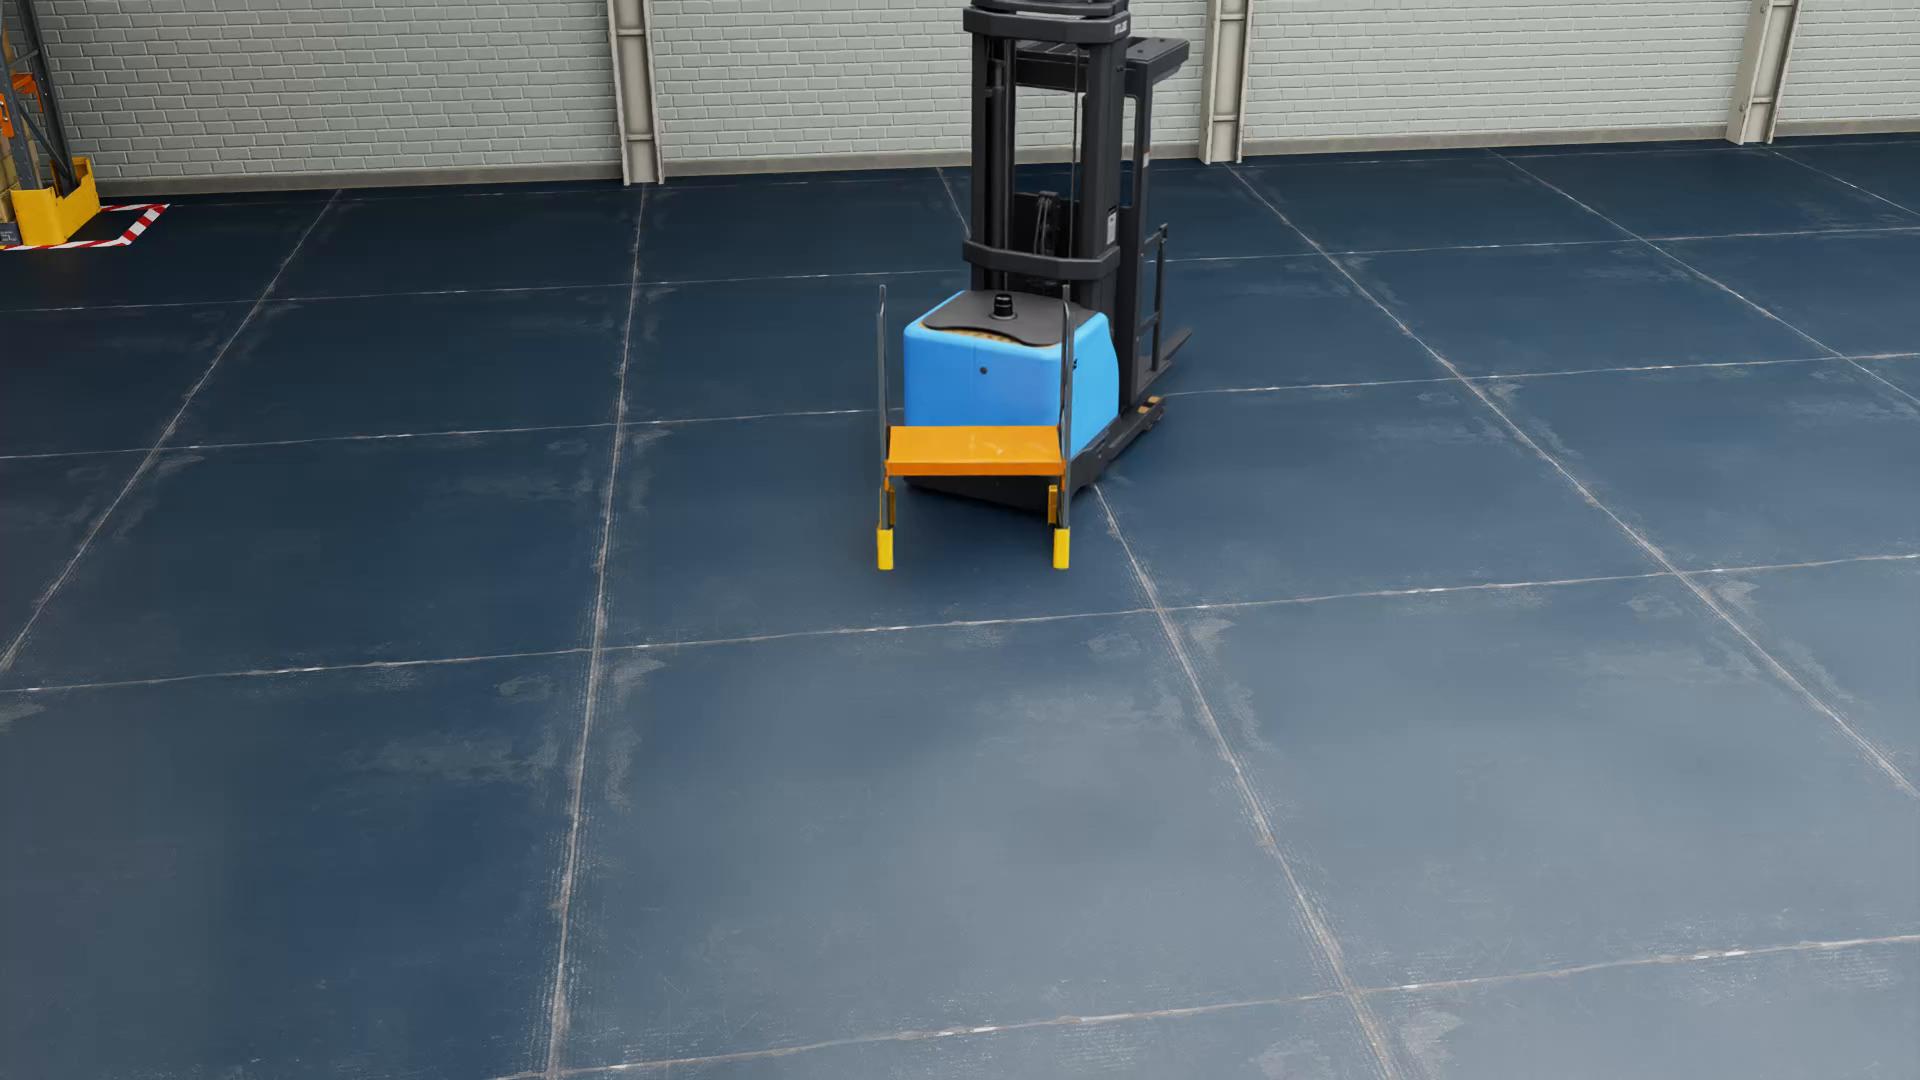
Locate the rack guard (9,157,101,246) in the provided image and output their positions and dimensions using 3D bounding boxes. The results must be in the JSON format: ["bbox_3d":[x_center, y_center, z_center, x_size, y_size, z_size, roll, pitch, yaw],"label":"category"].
[{"bbox_3d":[-8.301,-3.121,15.285,0.348,0.500,1.175,-4,27,-7],"label":"rack guard"}]

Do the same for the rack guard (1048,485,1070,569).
[{"bbox_3d":[0.571,-0.078,9.629,0.087,0.250,0.587,0,27,0],"label":"rack guard"}]

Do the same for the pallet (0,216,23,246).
[{"bbox_3d":[-9.076,-2.923,15.216,1.213,0.211,1.003,-4,27,-7],"label":"pallet"}]

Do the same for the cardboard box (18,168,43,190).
[{"bbox_3d":[-8.838,-3.252,15.354,0.500,0.250,0.500,-4,27,-7],"label":"cardboard box"}]

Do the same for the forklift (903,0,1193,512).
[{"bbox_3d":[0.752,-2.116,10.664,1.130,2.935,3.031,13,30,23],"label":"forklift"}]

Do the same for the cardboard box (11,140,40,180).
[{"bbox_3d":[-8.819,-3.481,15.254,0.500,0.250,0.500,-3,27,-6],"label":"cardboard box"}]

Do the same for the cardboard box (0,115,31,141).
[{"bbox_3d":[-8.827,-3.695,15.122,0.500,0.250,0.500,-4,27,-8],"label":"cardboard box"}]

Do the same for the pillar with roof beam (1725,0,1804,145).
[{"bbox_3d":[9.284,-6.463,12.488,0.400,9.000,9.100,-4,27,-7],"label":"pillar with roof beam"}]

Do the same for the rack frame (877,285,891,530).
[{"bbox_3d":[-0.427,-0.631,9.336,0.032,1.500,0.500,0,27,0],"label":"rack frame"}]

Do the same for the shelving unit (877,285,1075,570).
[{"bbox_3d":[0.073,-0.633,9.340,1.083,1.500,0.587,0,27,0],"label":"shelving unit"}]

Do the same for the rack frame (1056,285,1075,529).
[{"bbox_3d":[0.590,-0.634,9.343,0.032,1.500,0.500,0,27,0],"label":"rack frame"}]

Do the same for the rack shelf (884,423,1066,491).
[{"bbox_3d":[0.082,-0.473,9.422,1.000,0.185,0.538,0,27,0],"label":"rack shelf"}]

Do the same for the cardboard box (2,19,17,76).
[{"bbox_3d":[-8.854,-4.370,14.872,0.500,0.500,0.500,-3,27,-5],"label":"cardboard box"}]

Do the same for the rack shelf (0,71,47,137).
[{"bbox_3d":[-10.305,-3.784,14.628,4.000,0.370,1.077,-4,27,-7],"label":"rack shelf"}]

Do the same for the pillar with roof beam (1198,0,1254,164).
[{"bbox_3d":[3.343,-6.081,11.744,0.400,9.000,9.100,-4,27,-7],"label":"pillar with roof beam"}]

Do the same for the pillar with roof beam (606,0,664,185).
[{"bbox_3d":[-2.599,-5.699,11.000,0.400,9.000,9.100,-4,27,-7],"label":"pillar with roof beam"}]

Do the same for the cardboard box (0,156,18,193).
[{"bbox_3d":[-8.763,-3.245,14.793,0.500,0.250,0.500,-4,27,-8],"label":"cardboard box"}]

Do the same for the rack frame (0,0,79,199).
[{"bbox_3d":[-8.325,-4.232,14.711,0.127,3.000,1.000,-4,27,-7],"label":"rack frame"}]

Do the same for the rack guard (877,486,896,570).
[{"bbox_3d":[-0.425,-0.075,9.622,0.087,0.250,0.587,0,27,0],"label":"rack guard"}]

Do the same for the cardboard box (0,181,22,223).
[{"bbox_3d":[-8.746,-3.022,14.906,0.500,0.250,0.500,-3,27,-7],"label":"cardboard box"}]

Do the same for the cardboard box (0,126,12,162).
[{"bbox_3d":[-8.737,-3.470,14.683,0.500,0.250,0.500,-3,27,-5],"label":"cardboard box"}]
